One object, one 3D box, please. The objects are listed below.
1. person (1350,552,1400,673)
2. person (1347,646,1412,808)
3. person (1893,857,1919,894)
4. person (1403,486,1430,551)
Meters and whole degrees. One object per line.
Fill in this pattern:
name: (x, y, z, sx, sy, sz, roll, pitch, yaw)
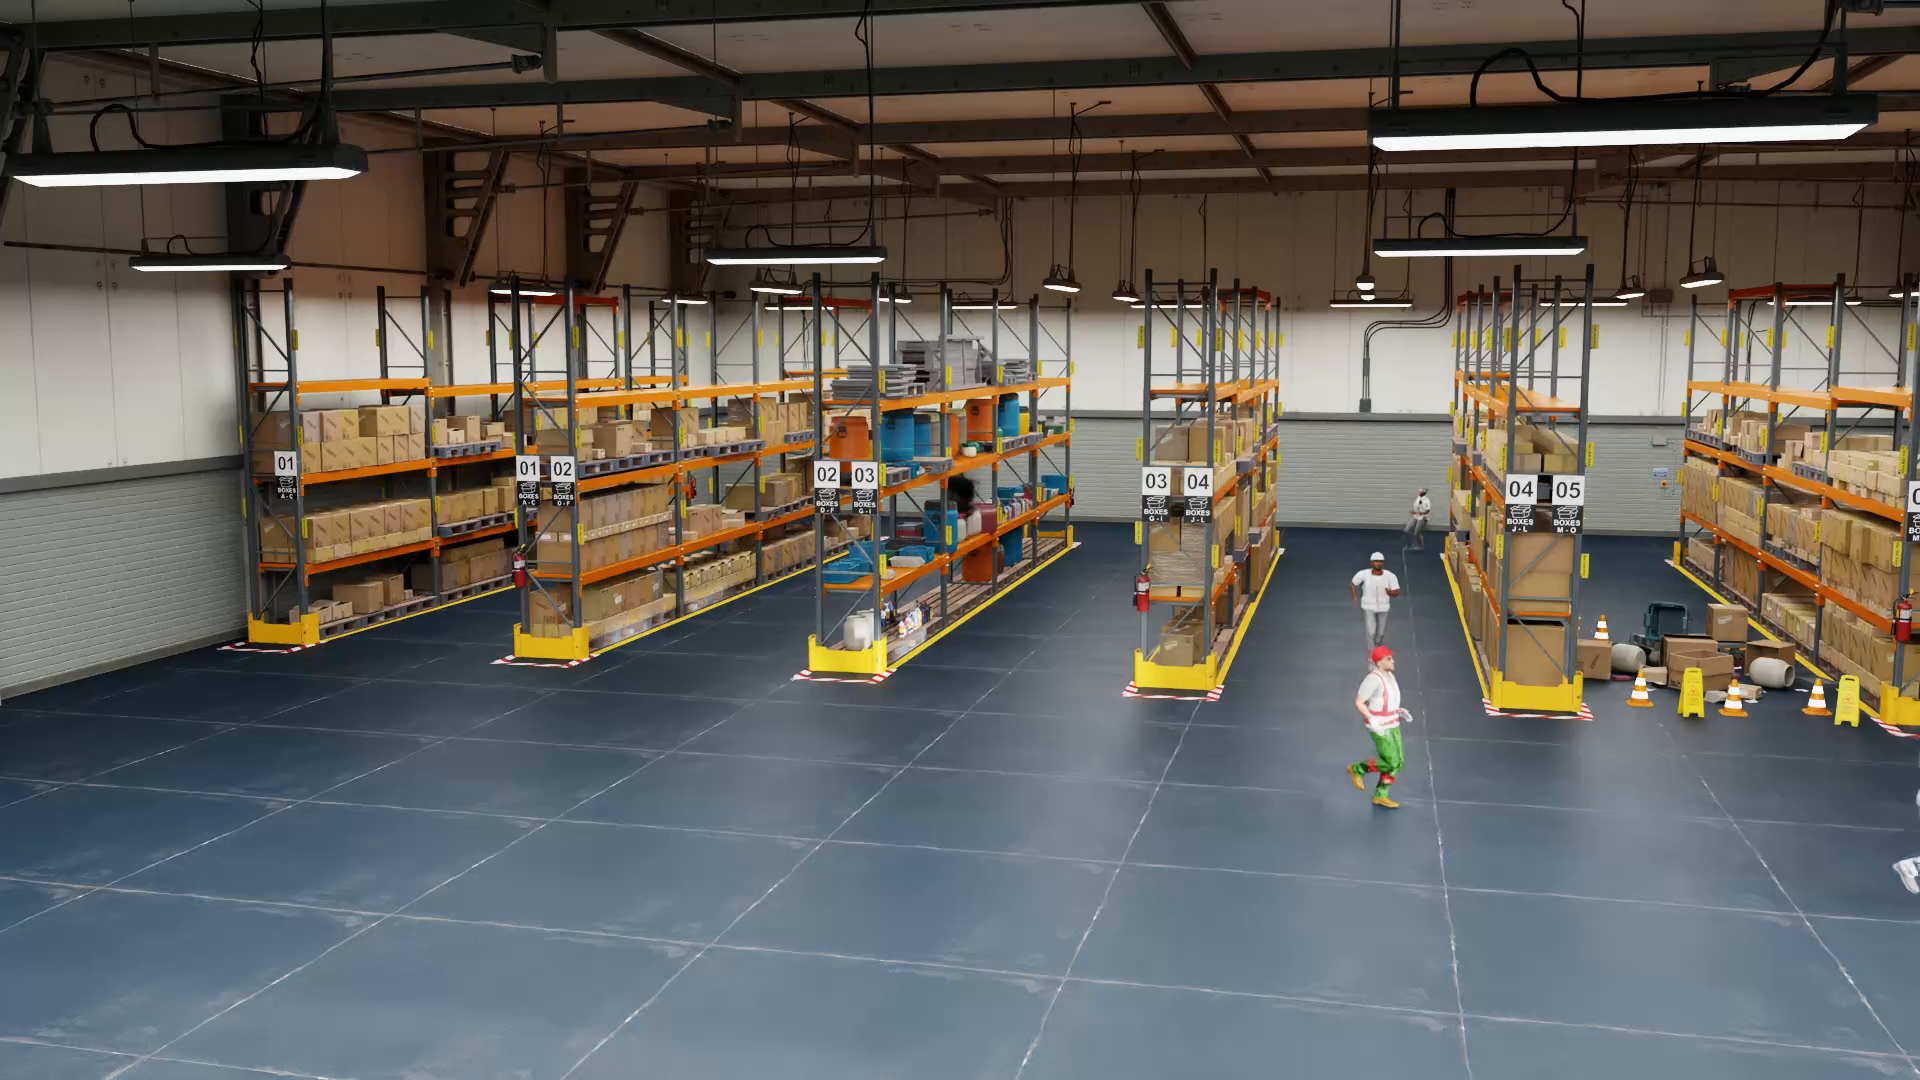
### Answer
person: (6.326, 1.079, 25.315, 0.682, 1.803, 0.879, 0, 7, 1)
person: (4.529, 2.003, 17.946, 0.605, 1.743, 0.657, 6, 9, 42)
person: (8.674, 2.369, 14.503, 0.754, 1.702, 0.674, 6, 9, 41)
person: (10.854, -0.489, 39.357, 0.597, 1.602, 0.778, -3, 7, -22)
